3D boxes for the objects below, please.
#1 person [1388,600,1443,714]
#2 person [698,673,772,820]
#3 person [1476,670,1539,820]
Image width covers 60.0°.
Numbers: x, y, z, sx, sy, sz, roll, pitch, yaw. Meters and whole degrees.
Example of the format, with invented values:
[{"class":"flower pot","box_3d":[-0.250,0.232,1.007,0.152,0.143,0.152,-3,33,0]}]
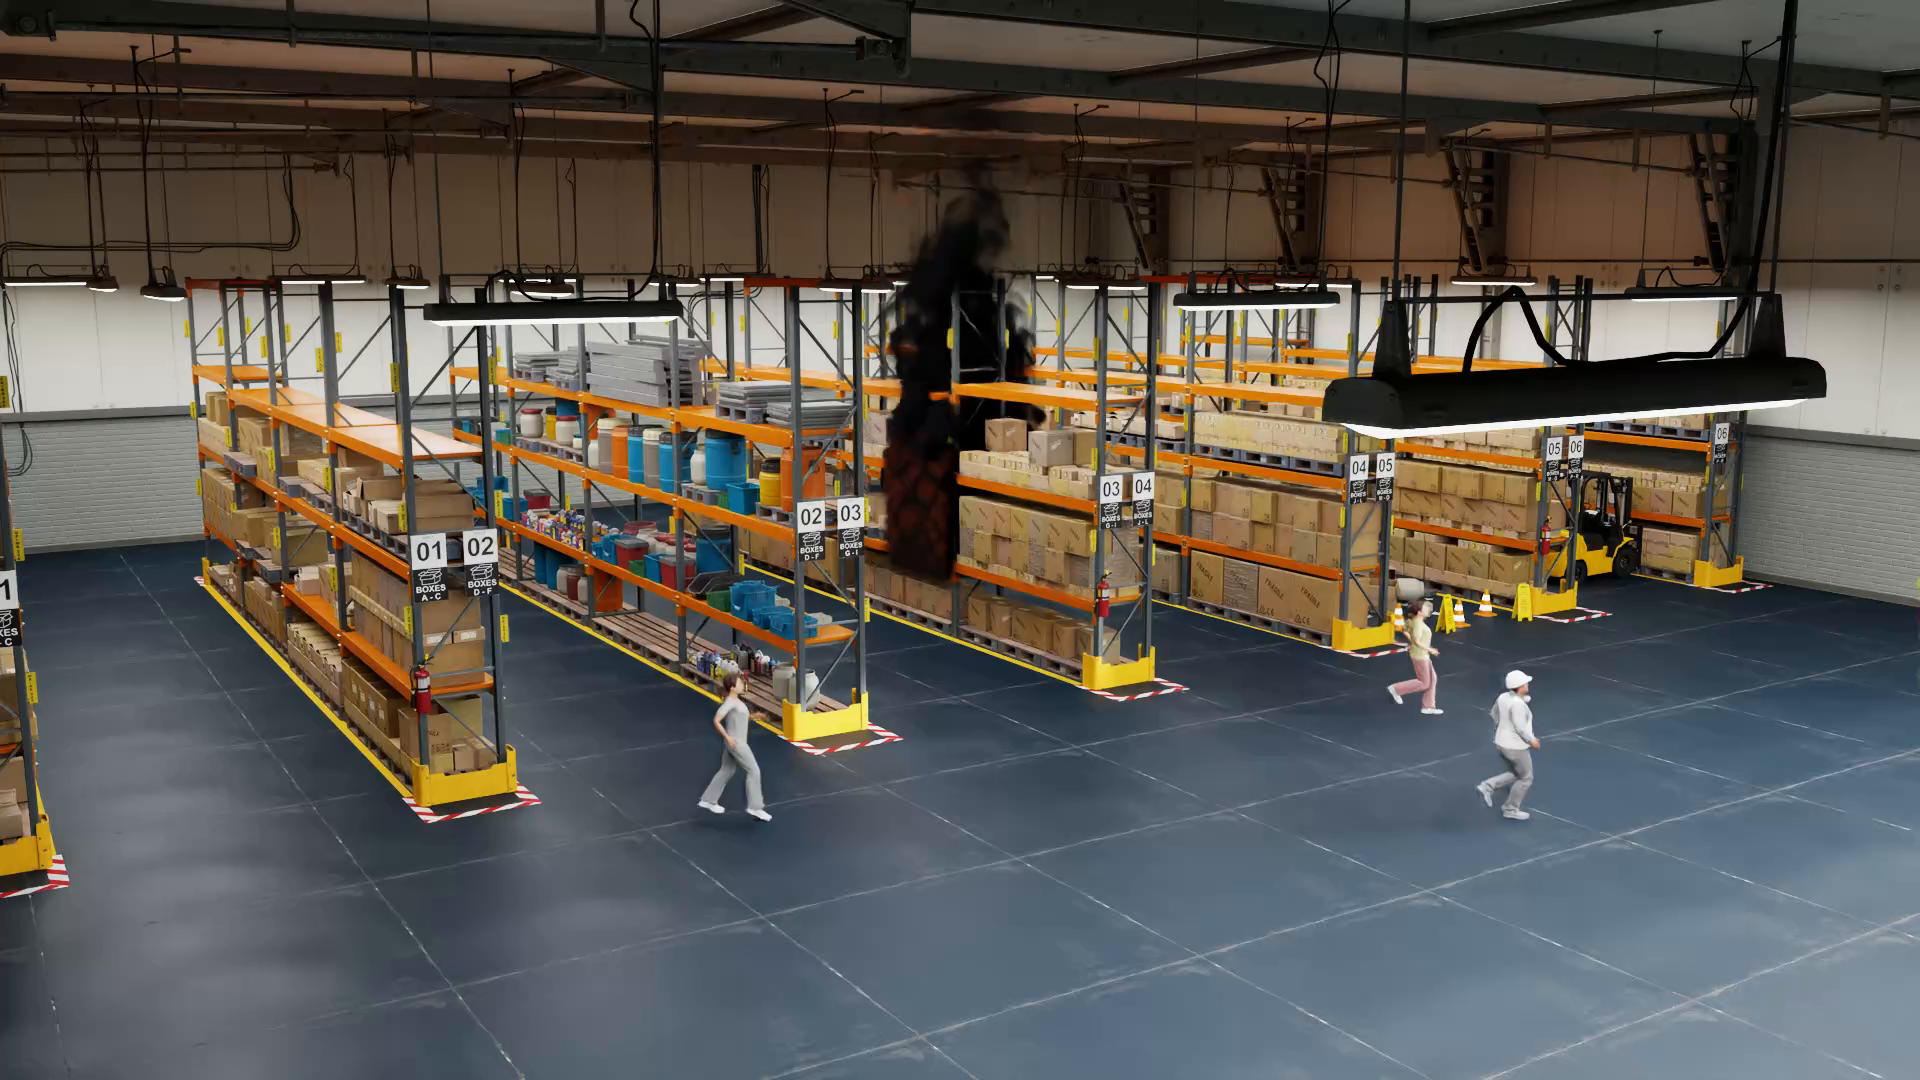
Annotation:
[{"class":"person","box_3d":[6.419,1.647,23.369,0.791,1.632,0.594,1,10,4]},{"class":"person","box_3d":[-2.574,2.356,18.910,0.829,1.717,0.543,-2,10,-11]},{"class":"person","box_3d":[6.258,2.331,18.978,0.600,1.727,0.690,-1,10,-7]}]
